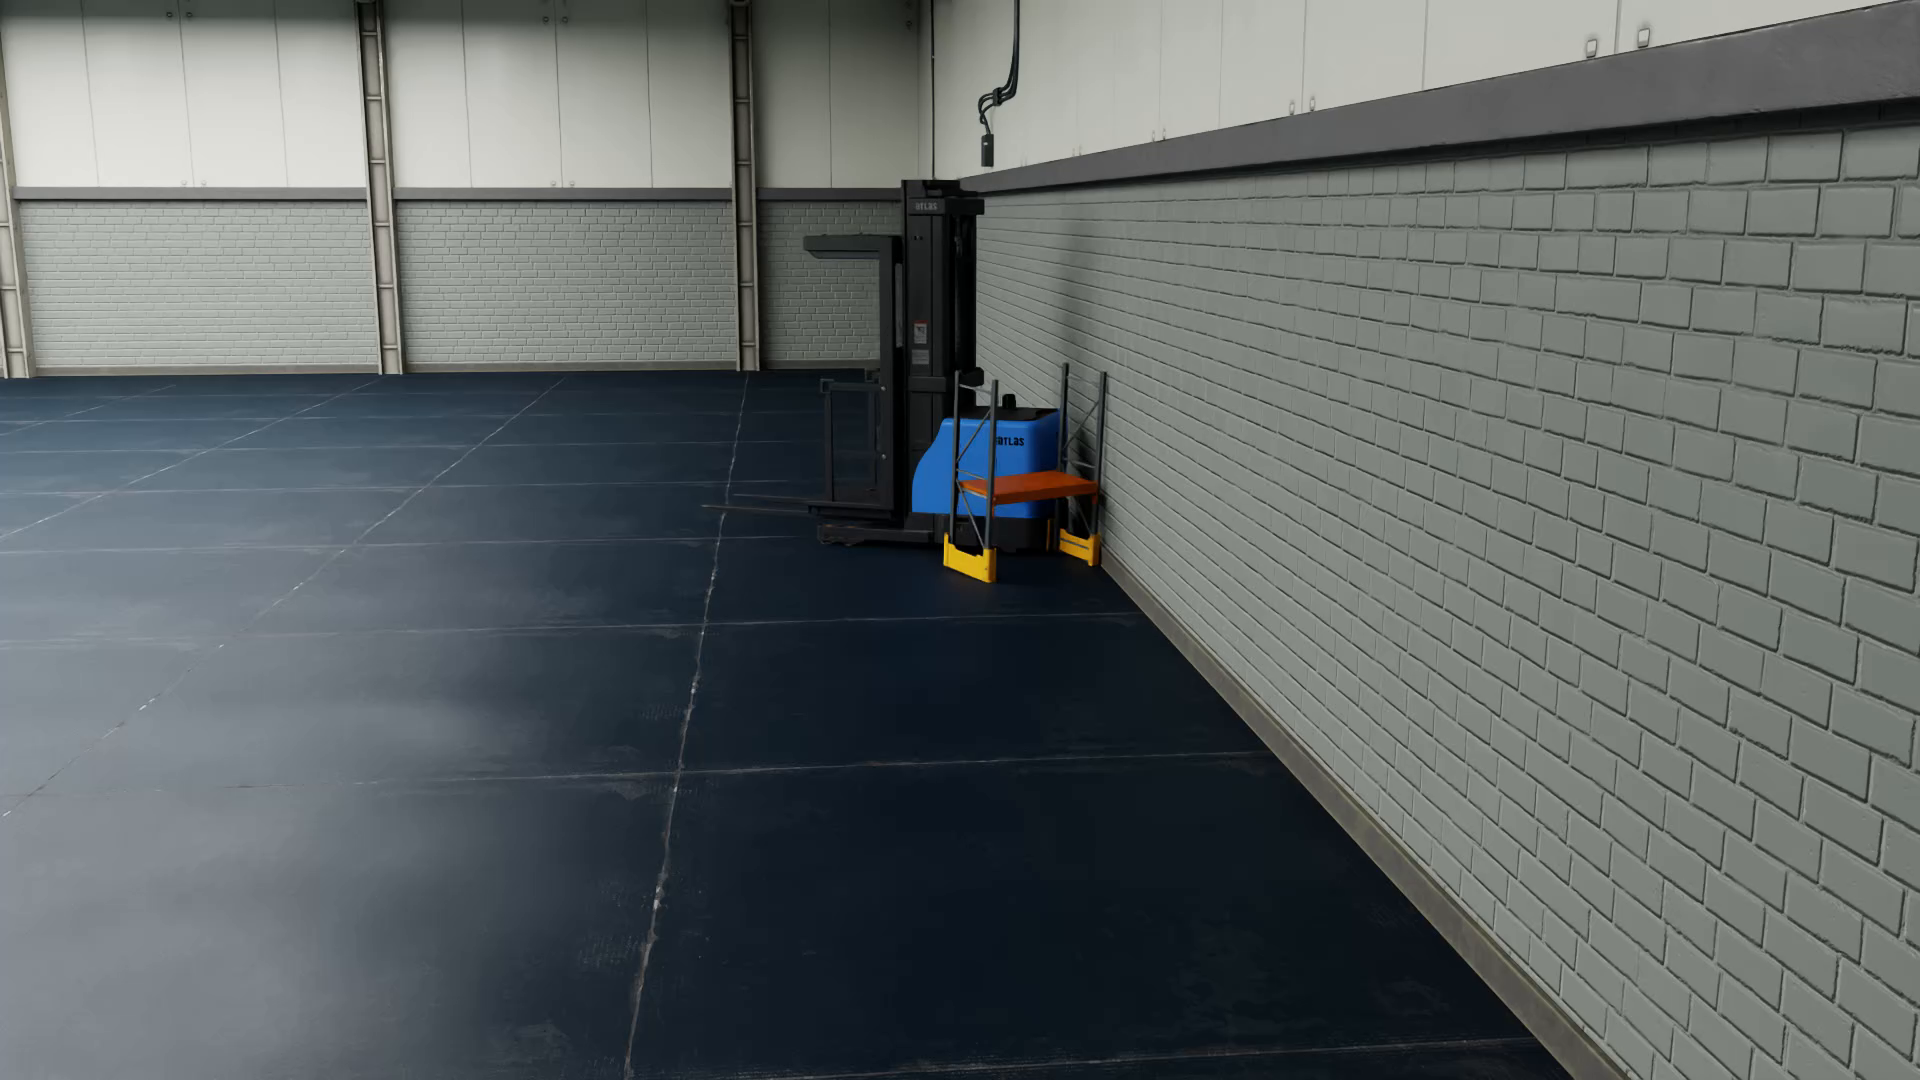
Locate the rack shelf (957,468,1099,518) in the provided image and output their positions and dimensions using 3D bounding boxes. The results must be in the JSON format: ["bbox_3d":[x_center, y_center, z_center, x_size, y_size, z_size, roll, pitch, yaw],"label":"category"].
[{"bbox_3d":[0.503,-0.363,12.656,1.000,0.185,0.538,-8,18,-34],"label":"rack shelf"}]

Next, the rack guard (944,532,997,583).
[{"bbox_3d":[0.073,0.126,12.480,0.087,0.250,0.587,-8,18,-34],"label":"rack guard"}]

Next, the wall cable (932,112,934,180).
[{"bbox_3d":[-0.605,-5.656,27.357,0.112,2.526,3.097,-1,11,-6],"label":"wall cable"}]

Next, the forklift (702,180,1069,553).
[{"bbox_3d":[-0.662,-1.480,13.796,3.031,2.935,1.130,4,12,18],"label":"forklift"}]

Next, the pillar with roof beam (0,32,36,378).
[{"bbox_3d":[-15.141,-6.296,22.564,0.400,9.000,9.100,-1,11,-6],"label":"pillar with roof beam"}]

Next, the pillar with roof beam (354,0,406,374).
[{"bbox_3d":[-9.176,-6.421,23.200,0.548,9.000,9.100,-1,11,-6],"label":"pillar with roof beam"}]

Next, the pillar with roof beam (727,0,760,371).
[{"bbox_3d":[-3.211,-6.546,23.836,0.548,9.000,9.100,-1,11,-6],"label":"pillar with roof beam"}]

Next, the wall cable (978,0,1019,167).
[{"bbox_3d":[0.405,-7.027,17.467,0.169,6.003,2.305,-1,11,-6],"label":"wall cable"}]

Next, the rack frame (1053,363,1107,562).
[{"bbox_3d":[0.925,-0.595,12.899,0.032,1.500,0.500,-8,18,-34],"label":"rack frame"}]

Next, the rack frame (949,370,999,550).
[{"bbox_3d":[0.095,-0.478,12.323,0.032,1.500,0.500,-8,18,-34],"label":"rack frame"}]

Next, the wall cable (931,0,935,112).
[{"bbox_3d":[-0.313,-7.615,24.231,0.112,2.526,3.097,-1,11,-6],"label":"wall cable"}]

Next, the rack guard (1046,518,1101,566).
[{"bbox_3d":[0.886,0.012,13.044,0.087,0.250,0.587,-8,18,-34],"label":"rack guard"}]

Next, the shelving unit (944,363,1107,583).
[{"bbox_3d":[0.502,-0.536,12.606,1.083,1.500,0.587,-8,18,-34],"label":"shelving unit"}]
